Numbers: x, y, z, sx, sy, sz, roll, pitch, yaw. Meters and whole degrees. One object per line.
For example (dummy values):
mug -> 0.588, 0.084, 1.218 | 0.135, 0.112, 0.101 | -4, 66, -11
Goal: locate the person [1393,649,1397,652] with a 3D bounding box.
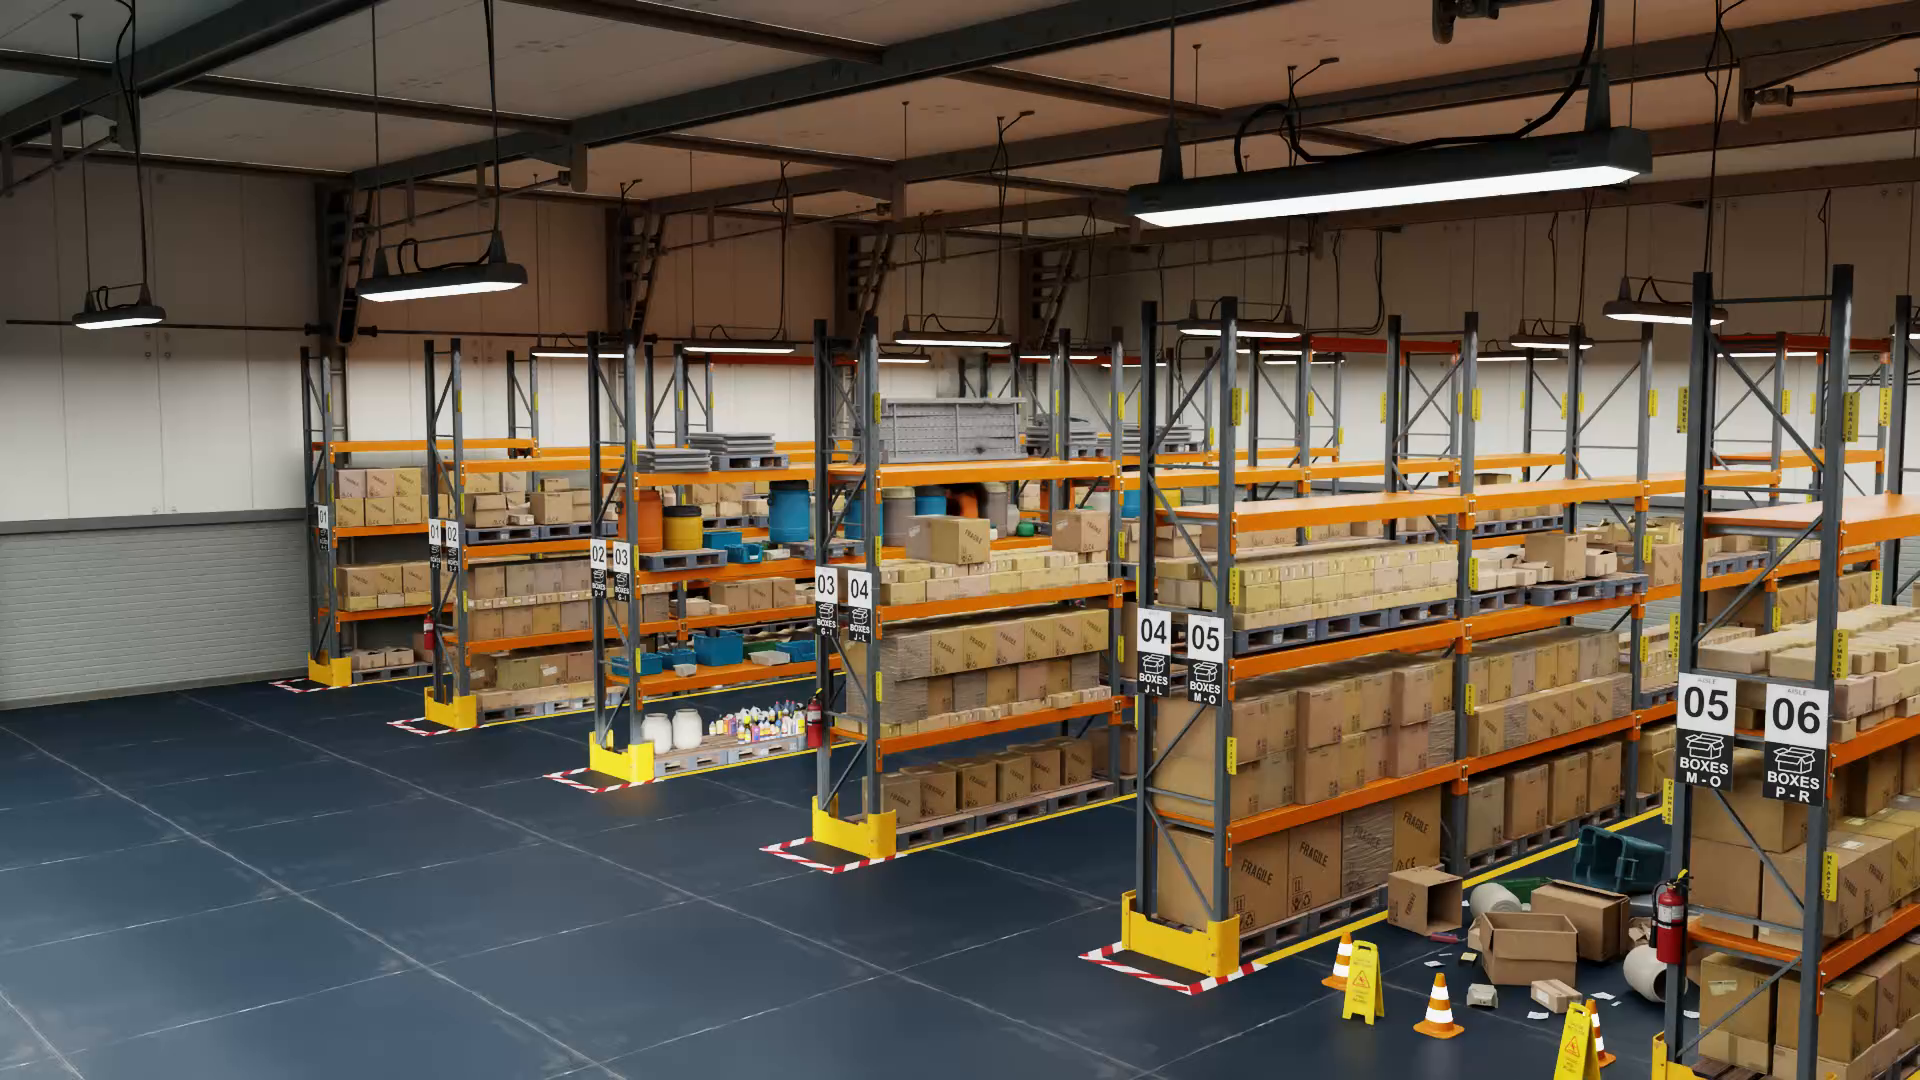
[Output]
person -> 5.954, 2.318, 22.998 | 0.568, 1.672, 0.922 | 4, 7, 41

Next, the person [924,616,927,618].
person -> -0.474, 1.435, 29.452 | 0.603, 1.814, 0.830 | 4, 6, 39
